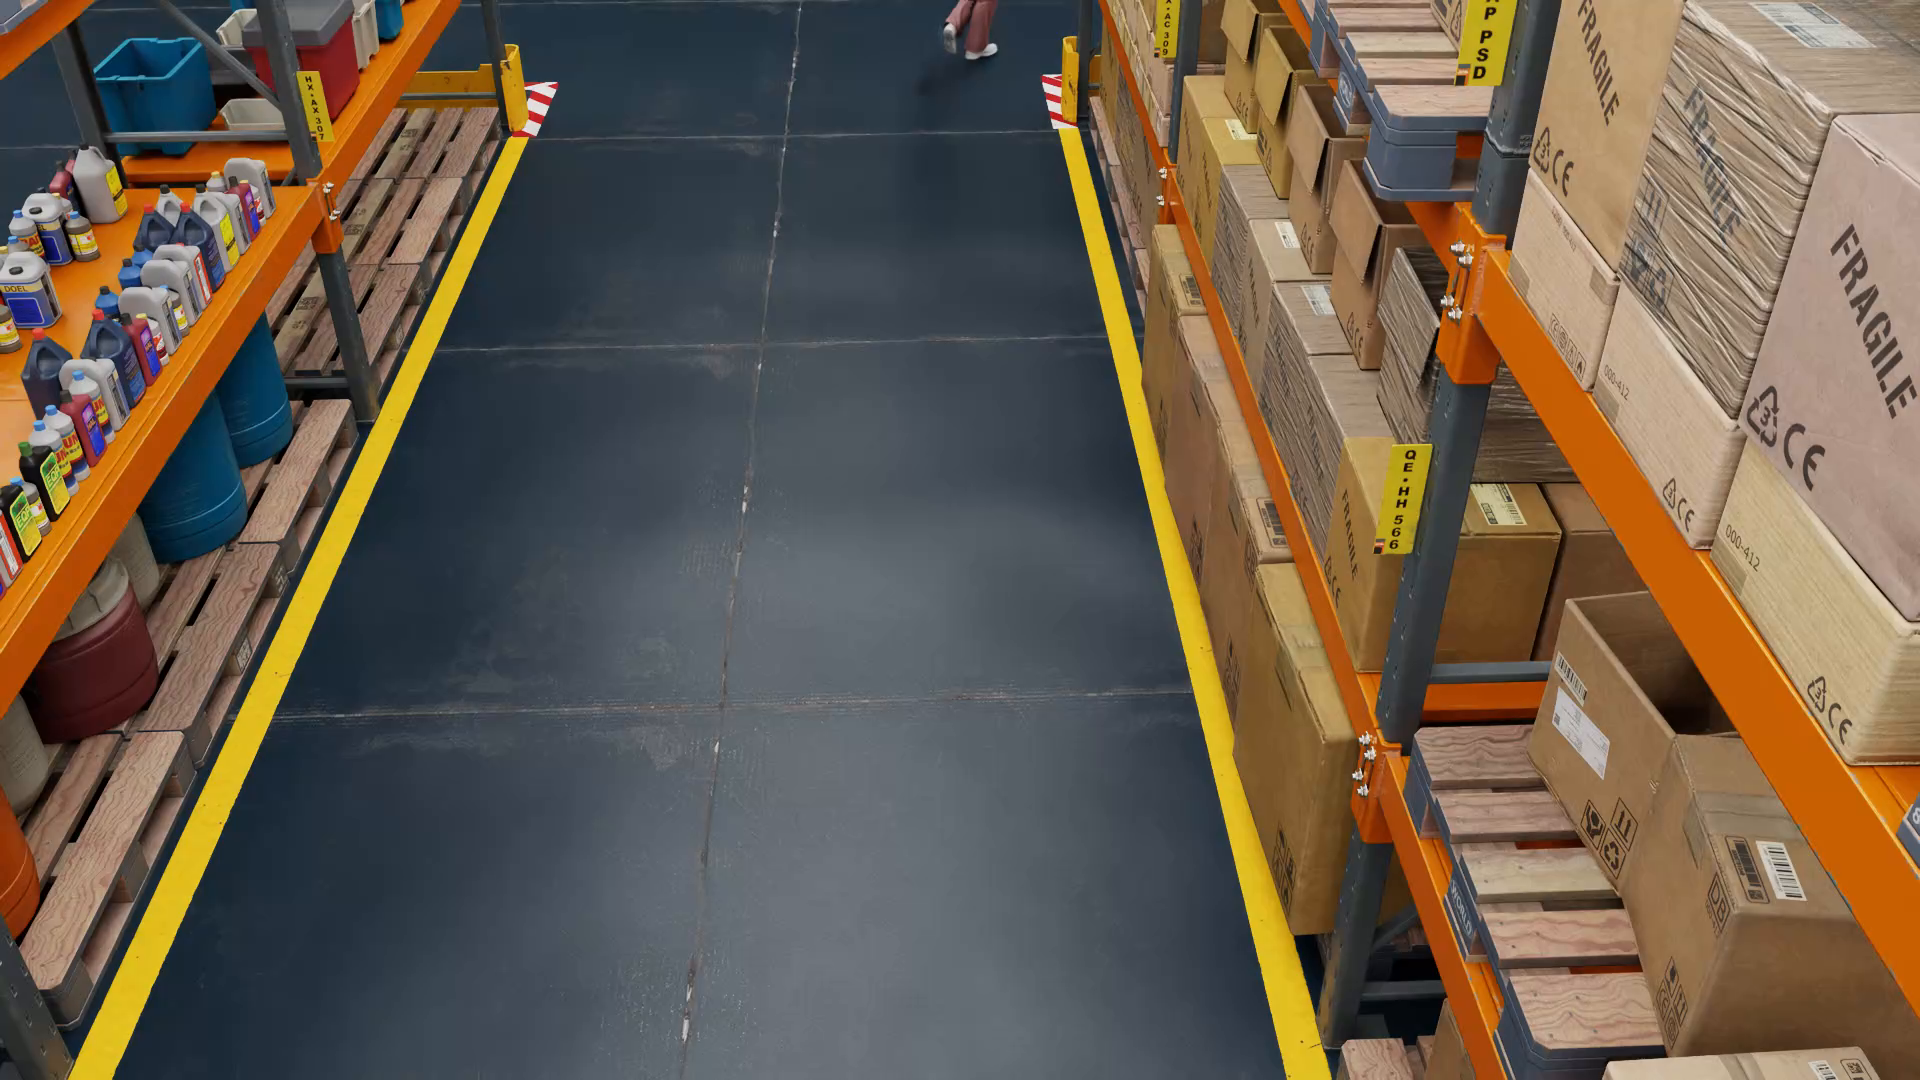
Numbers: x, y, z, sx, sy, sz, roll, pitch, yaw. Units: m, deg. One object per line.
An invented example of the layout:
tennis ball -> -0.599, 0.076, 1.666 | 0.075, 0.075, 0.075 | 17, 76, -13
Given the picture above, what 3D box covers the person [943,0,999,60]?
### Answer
person -> 0.170, -4.319, 12.214 | 0.508, 1.640, 0.503 | 30, 45, 35
